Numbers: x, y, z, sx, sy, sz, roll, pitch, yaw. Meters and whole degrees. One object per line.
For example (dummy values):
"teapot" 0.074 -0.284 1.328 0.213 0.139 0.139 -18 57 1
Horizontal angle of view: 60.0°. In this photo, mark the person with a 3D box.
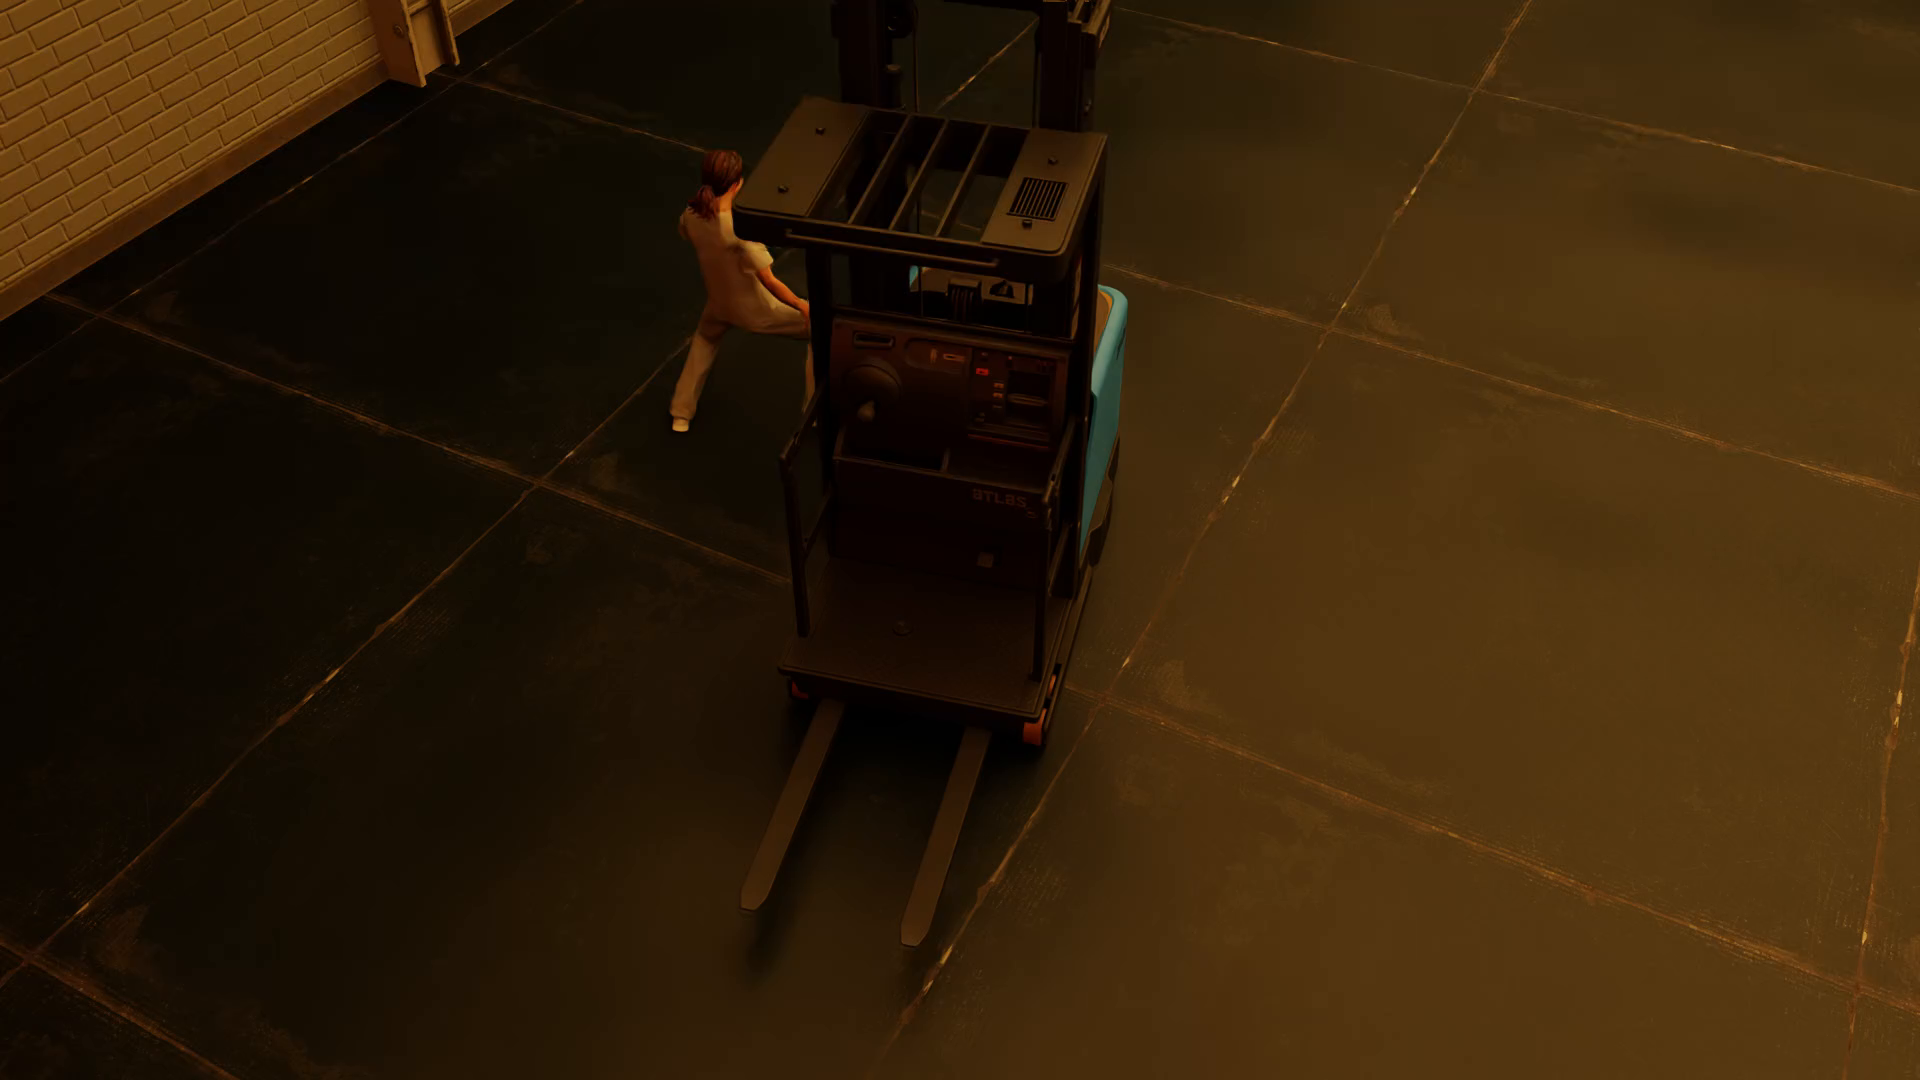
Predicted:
"person" -1.059 -1.180 7.953 0.875 1.550 0.708 29 51 27

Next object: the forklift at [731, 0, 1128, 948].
"forklift" -0.099 -0.514 6.200 1.130 2.935 3.031 10 44 10
